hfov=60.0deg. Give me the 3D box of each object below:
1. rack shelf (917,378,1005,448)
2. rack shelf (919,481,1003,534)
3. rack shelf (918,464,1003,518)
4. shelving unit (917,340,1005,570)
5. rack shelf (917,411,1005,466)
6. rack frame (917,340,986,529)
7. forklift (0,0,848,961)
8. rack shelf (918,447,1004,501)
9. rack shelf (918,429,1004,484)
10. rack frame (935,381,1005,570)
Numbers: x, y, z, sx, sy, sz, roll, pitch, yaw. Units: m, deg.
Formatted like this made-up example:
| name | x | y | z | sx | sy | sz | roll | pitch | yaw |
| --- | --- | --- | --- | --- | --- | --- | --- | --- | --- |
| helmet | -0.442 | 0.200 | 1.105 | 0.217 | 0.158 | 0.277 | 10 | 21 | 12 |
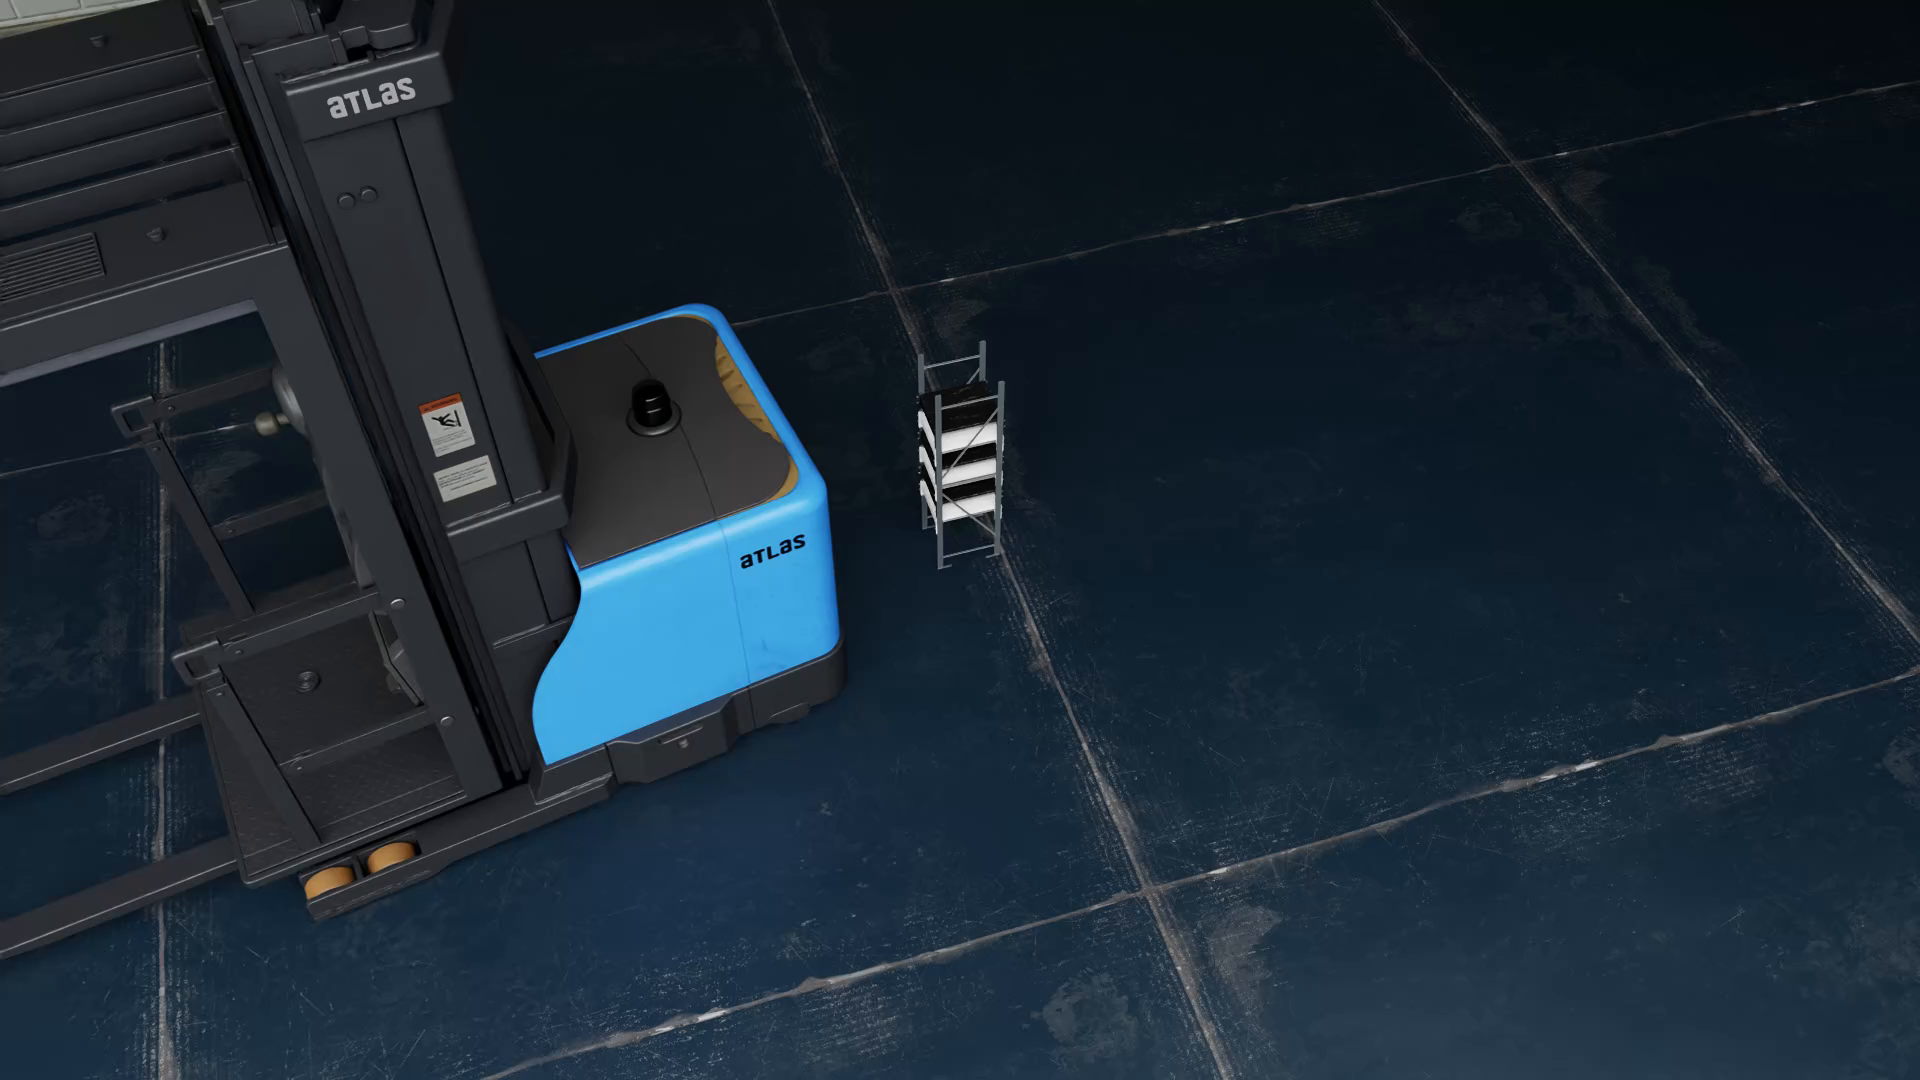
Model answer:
| name | x | y | z | sx | sy | sz | roll | pitch | yaw |
| --- | --- | --- | --- | --- | --- | --- | --- | --- | --- |
| rack shelf | 0.002 | -0.437 | 5.720 | 0.258 | 0.077 | 0.200 | -13 | 51 | -11 |
| rack shelf | 0.002 | -0.147 | 6.064 | 0.258 | 0.077 | 0.200 | -13 | 51 | -11 |
| rack shelf | 0.002 | -0.205 | 5.995 | 0.258 | 0.077 | 0.200 | -13 | 51 | -11 |
| shelving unit | 0.002 | -0.284 | 5.901 | 0.258 | 0.900 | 0.210 | -13 | 51 | -11 |
| rack shelf | 0.002 | -0.379 | 5.789 | 0.258 | 0.077 | 0.200 | -13 | 51 | -11 |
| rack frame | -0.028 | -0.358 | 5.964 | 0.240 | 0.900 | 0.006 | -13 | 51 | -11 |
| forklift | -1.940 | -0.226 | 4.523 | 3.031 | 2.935 | 1.130 | -21 | 53 | -17 |
| rack shelf | 0.002 | -0.263 | 5.926 | 0.258 | 0.077 | 0.200 | -13 | 51 | -11 |
| rack shelf | 0.002 | -0.321 | 5.858 | 0.258 | 0.077 | 0.200 | -13 | 51 | -11 |
| rack frame | 0.032 | -0.210 | 5.838 | 0.240 | 0.900 | 0.006 | -13 | 51 | -11 |
